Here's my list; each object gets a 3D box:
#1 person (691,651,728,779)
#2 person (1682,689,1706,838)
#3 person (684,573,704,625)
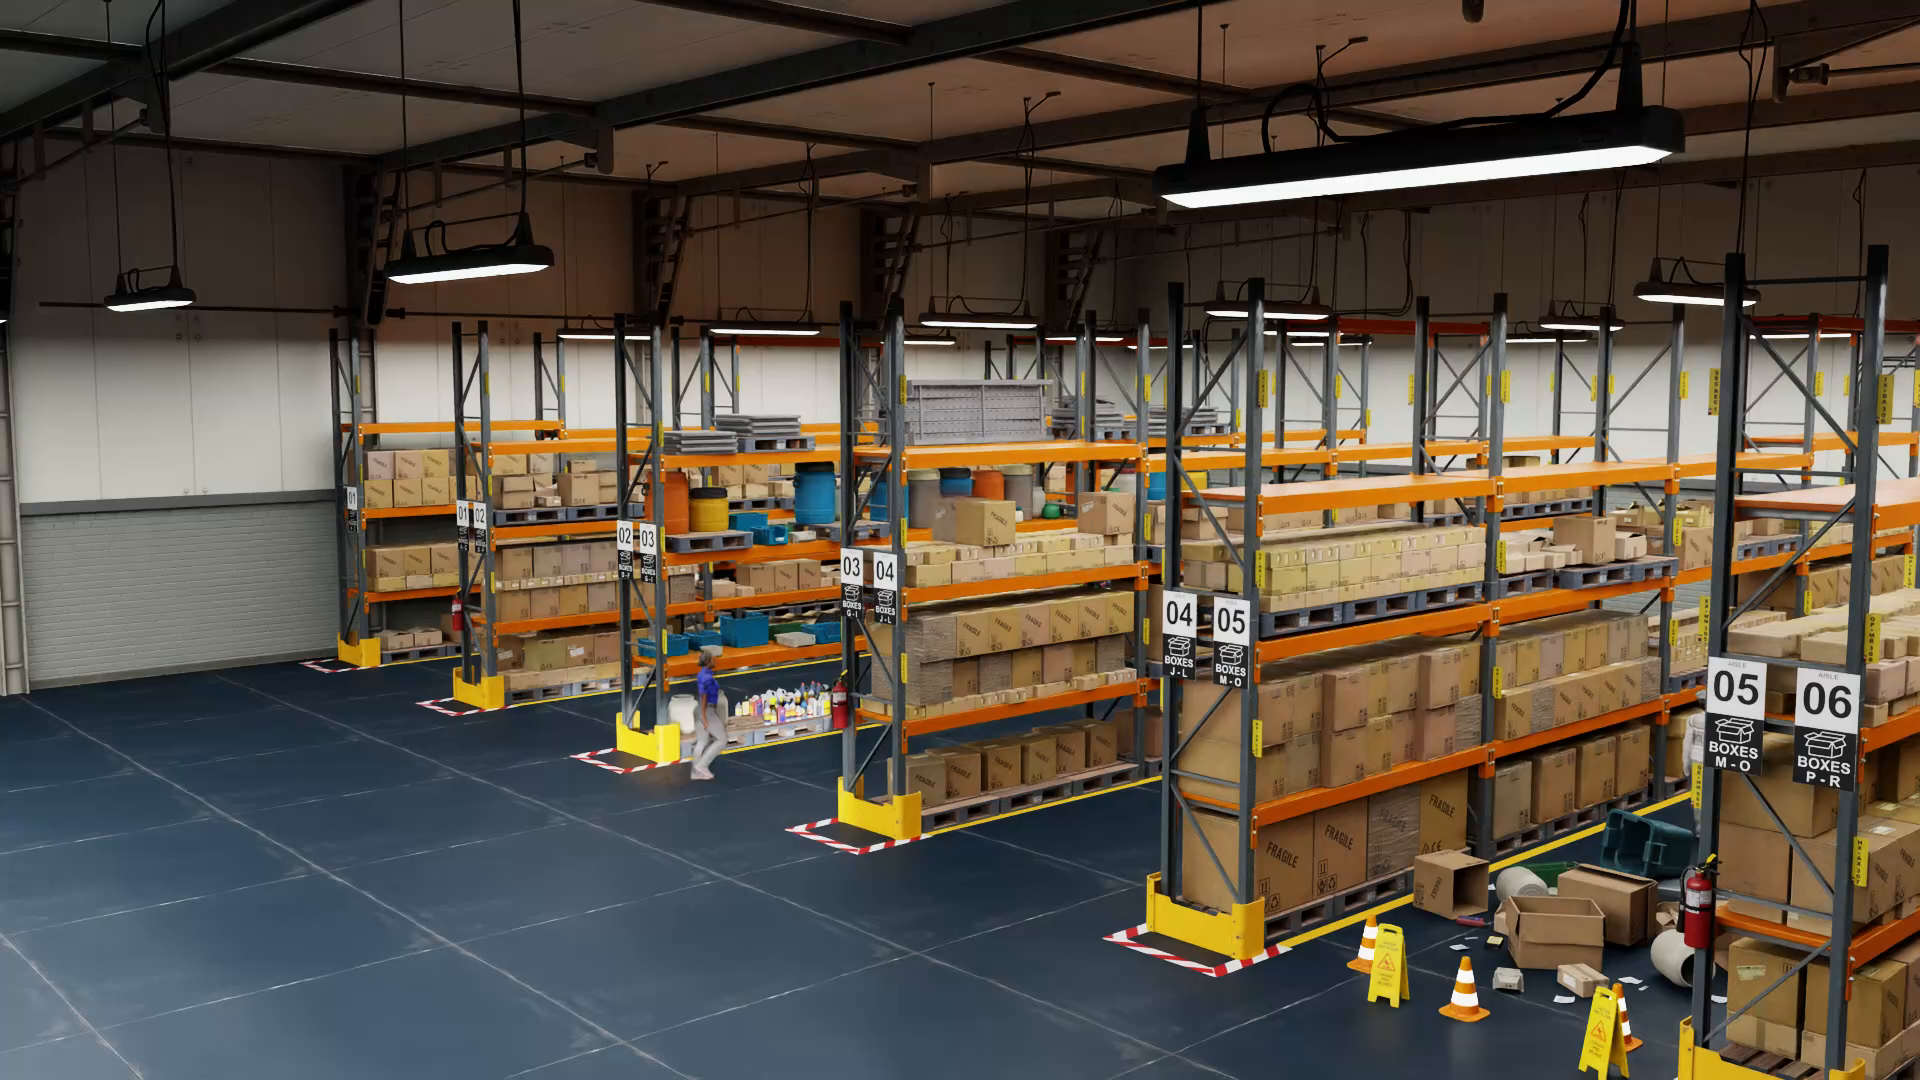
[{"bbox_3d":[-3.235,2.240,21.252,0.442,1.643,0.499,-3,7,-30],"label":"person"},{"bbox_3d":[8.297,2.511,18.535,0.499,1.673,0.511,-5,8,-44],"label":"person"},{"bbox_3d":[-5.266,1.164,32.120,0.533,1.611,1.047,5,7,39],"label":"person"}]
